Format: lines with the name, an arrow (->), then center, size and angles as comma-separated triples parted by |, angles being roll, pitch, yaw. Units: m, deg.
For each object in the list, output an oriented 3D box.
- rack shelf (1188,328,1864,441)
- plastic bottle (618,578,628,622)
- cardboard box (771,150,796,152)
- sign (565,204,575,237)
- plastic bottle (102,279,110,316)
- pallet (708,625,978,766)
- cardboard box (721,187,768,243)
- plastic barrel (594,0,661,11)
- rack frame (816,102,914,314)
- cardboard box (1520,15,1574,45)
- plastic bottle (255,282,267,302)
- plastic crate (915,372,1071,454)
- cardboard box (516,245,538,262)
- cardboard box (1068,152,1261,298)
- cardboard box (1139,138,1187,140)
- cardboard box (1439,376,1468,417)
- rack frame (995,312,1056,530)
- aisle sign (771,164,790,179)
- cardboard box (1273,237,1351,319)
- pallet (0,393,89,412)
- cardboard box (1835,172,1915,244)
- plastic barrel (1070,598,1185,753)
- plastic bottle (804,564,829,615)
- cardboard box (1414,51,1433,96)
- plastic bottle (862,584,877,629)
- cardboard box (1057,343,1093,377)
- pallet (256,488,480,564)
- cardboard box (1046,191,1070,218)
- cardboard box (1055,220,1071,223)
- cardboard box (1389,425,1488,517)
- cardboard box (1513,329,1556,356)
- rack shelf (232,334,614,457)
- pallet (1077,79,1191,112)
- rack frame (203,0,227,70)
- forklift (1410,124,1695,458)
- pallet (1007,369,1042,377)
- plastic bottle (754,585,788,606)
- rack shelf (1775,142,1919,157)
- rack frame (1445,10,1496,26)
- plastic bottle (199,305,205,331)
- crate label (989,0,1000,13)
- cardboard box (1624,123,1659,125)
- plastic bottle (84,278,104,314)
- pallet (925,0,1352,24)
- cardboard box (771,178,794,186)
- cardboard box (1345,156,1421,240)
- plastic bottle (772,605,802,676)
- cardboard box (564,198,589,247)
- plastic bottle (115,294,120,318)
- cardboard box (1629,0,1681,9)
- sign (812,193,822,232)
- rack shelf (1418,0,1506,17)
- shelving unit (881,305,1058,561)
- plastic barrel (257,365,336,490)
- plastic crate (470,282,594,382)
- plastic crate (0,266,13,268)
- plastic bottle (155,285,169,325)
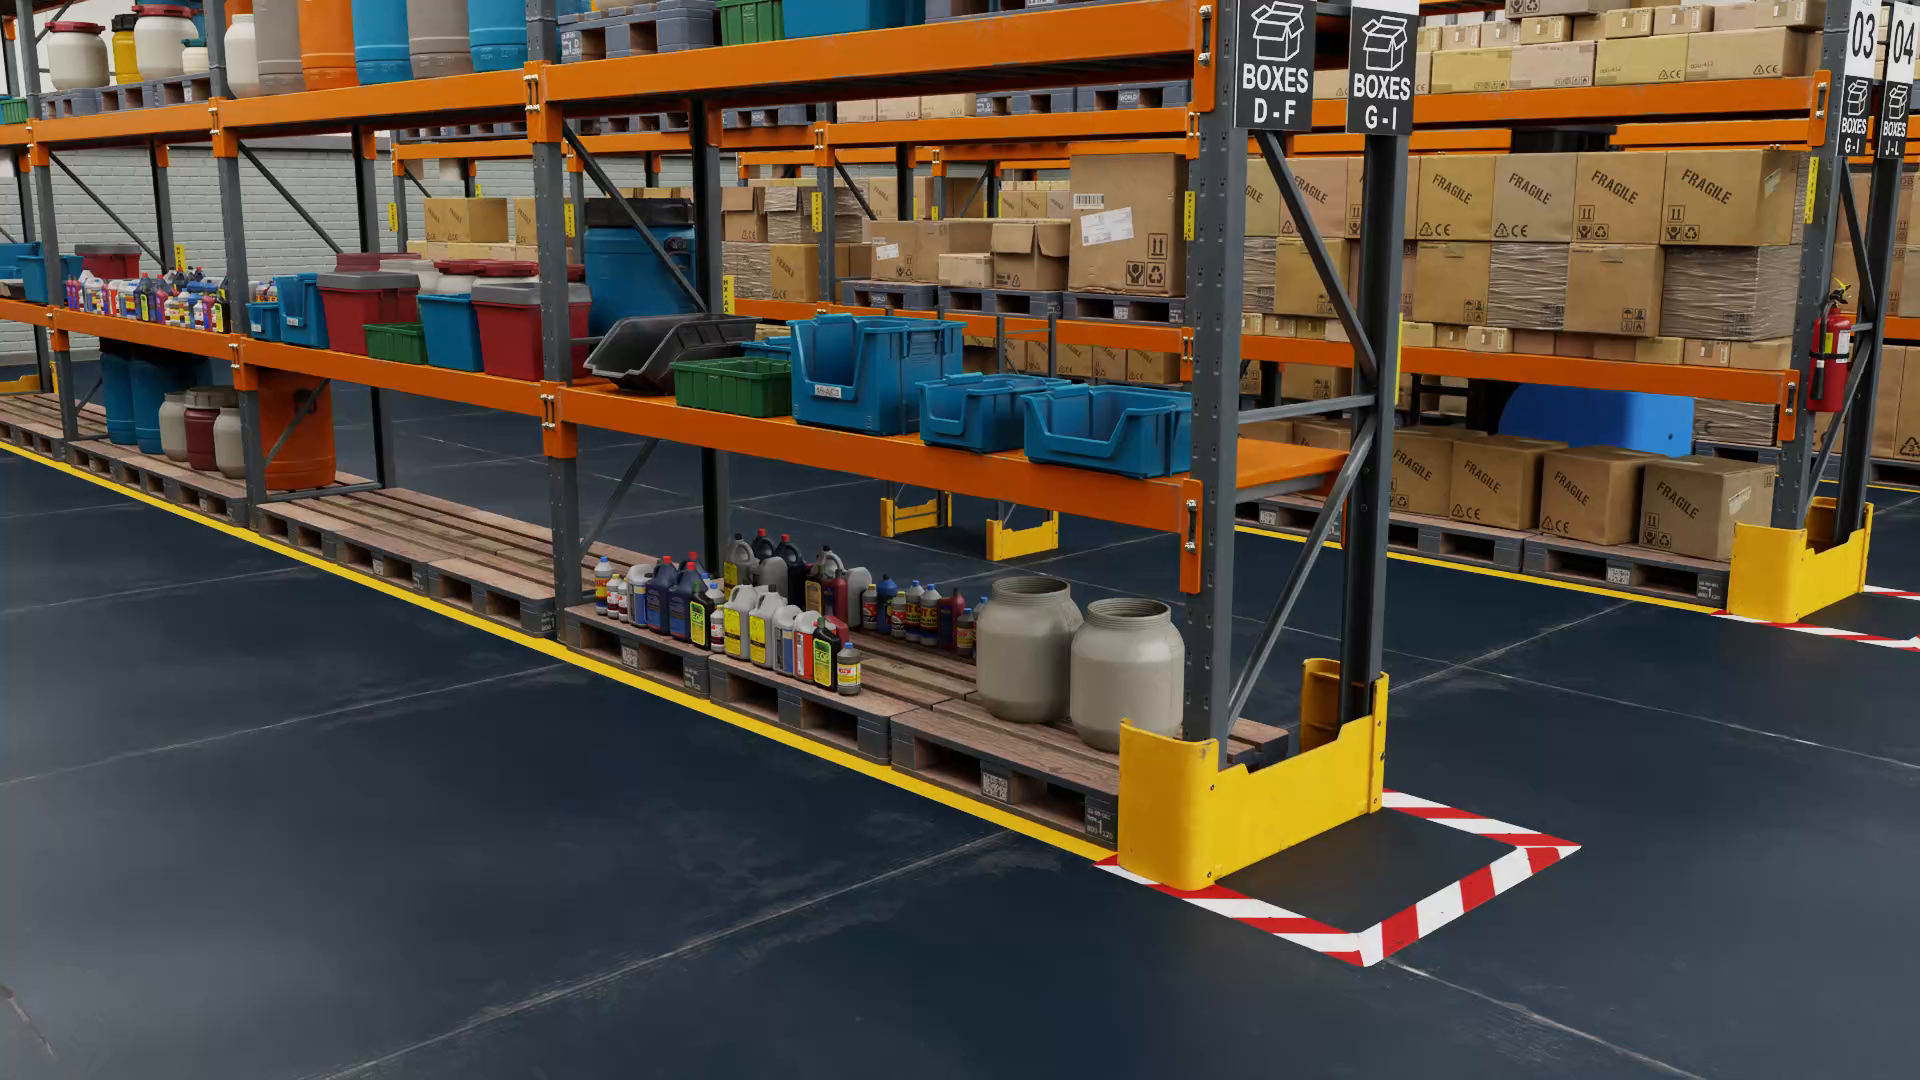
rack shelf -> 3.332, -1.058, 10.394 | 1.077, 0.370, 4.000 | -11, 16, -43
plastic bottle -> -1.588, 0.281, 7.960 | 0.097, 0.201, 0.097 | 0, 12, 0
cardboard box -> -2.193, -5.347, 22.368 | 0.500, 0.250, 0.500 | -10, 15, -41
sign -> -3.974, -3.255, 16.934 | 0.100, 0.325, 0.005 | -11, 16, -43
plastic bottle -> -6.598, -1.879, 12.890 | 0.061, 0.283, 0.133 | -11, 16, -43
pallet -> -0.351, 0.636, 7.301 | 1.003, 0.211, 1.213 | -11, 16, -43
cardboard box -> -1.753, -3.030, 15.453 | 0.797, 0.503, 0.637 | -10, 16, -41
plastic barrel -> -1.476, -2.651, 7.594 | 0.421, 0.512, 0.421 | 0, 12, 0
rack frame -> -0.811, -2.286, 14.572 | 1.000, 3.000, 0.127 | -11, 16, -43
cardboard box -> 3.403, -2.897, 9.489 | 0.250, 0.149, 0.380 | 11, 16, 42
plastic bottle -> -5.316, -1.830, 12.679 | 0.097, 0.271, 0.097 | 0, 12, 0
plastic crate -> 0.125, -0.482, 6.186 | 0.499, 0.251, 0.408 | -11, 16, -43
cardboard box -> -4.427, -3.045, 17.891 | 0.500, 0.250, 0.500 | -10, 15, -41
cardboard box -> 1.504, -2.337, 12.293 | 1.000, 1.000, 1.000 | -11, 16, -42
cardboard box -> 2.268, -4.528, 17.775 | 0.500, 0.500, 0.500 | -11, 16, -43
cardboard box -> 5.114, -1.560, 15.585 | 1.050, 0.750, 0.750 | -11, 16, -43
rack frame -> 0.410, -0.648, 10.340 | 0.500, 1.500, 0.032 | -11, 16, -43
aisle sign -> -2.512, -5.455, 23.514 | 0.394, 0.787, 0.004 | -11, 16, -43
cardboard box -> 2.537, -1.744, 10.960 | 0.875, 0.500, 0.500 | -11, 16, -43
pallet -> -9.377, -1.271, 16.560 | 1.003, 0.211, 1.213 | -11, 16, -43
cardboard box -> 7.407, -2.625, 13.169 | 0.875, 0.550, 0.550 | -11, 16, -43
plastic barrel -> 0.621, 0.500, 6.178 | 0.421, 0.512, 0.421 | 0, 12, 0
plastic bottle -> -0.679, 0.250, 7.905 | 0.061, 0.283, 0.133 | -11, 16, -43
cardboard box -> 2.781, -2.846, 10.228 | 0.500, 0.250, 0.500 | 11, 16, 43
plastic bottle -> -0.412, 0.310, 7.817 | 0.097, 0.201, 0.097 | 0, 12, 0
cardboard box -> 1.469, -2.154, 19.088 | 0.500, 0.500, 0.500 | 11, 16, 43
pallet -> -3.887, -0.111, 10.928 | 1.003, 0.211, 1.213 | -11, 16, -43
cardboard box -> 1.680, -5.115, 25.577 | 0.500, 0.500, 0.500 | -11, 16, -43
cardboard box -> 1.284, -3.533, 18.733 | 0.380, 0.149, 0.250 | -10, 15, -40
cardboard box -> 3.085, -0.457, 10.851 | 0.500, 0.500, 0.500 | 10, 15, 40
cardboard box -> 3.492, -1.188, 9.867 | 0.380, 0.149, 0.250 | -11, 16, -43
rack shelf -> -3.012, -0.951, 9.878 | 1.077, 0.370, 4.000 | -11, 16, -43
pallet -> 1.602, -3.184, 11.964 | 1.213, 0.211, 1.003 | -11, 16, -43
rack frame -> -4.394, -4.534, 10.616 | 1.000, 3.000, 0.127 | -11, 16, -43
forklift -> 4.090, -1.911, 12.924 | 1.130, 2.935, 3.031 | -11, 16, -42
pallet -> 0.622, -2.067, 20.419 | 1.003, 0.211, 1.213 | -11, 16, -43
plastic bottle -> -0.860, 0.348, 7.449 | 0.152, 0.276, 0.135 | -11, 16, -43
rack shelf -> 10.500, -3.908, 16.794 | 1.077, 0.370, 4.000 | -11, 16, -43
rack frame -> 6.356, -6.605, 20.669 | 1.000, 3.000, 0.127 | -11, 16, -43
plastic bottle -> -5.207, -1.551, 11.497 | 0.097, 0.201, 0.097 | 0, 12, 0
crate label -> 0.077, -2.143, 6.817 | 0.502, 0.251, 0.408 | -11, 16, -43
cardboard box -> 7.913, -4.898, 19.151 | 0.500, 0.250, 0.500 | -11, 16, -42
plastic bottle -> -6.859, -1.944, 13.223 | 0.152, 0.276, 0.135 | -11, 16, -43
pallet -> 0.631, -1.939, 5.923 | 1.003, 0.211, 1.213 | -11, 16, -43
cardboard box -> -2.208, -4.639, 22.530 | 0.500, 0.500, 0.500 | -10, 15, -41
cardboard box -> 2.769, -2.139, 10.399 | 0.500, 0.500, 0.500 | -11, 16, -43
plastic bottle -> -0.704, 0.423, 7.085 | 0.135, 0.276, 0.152 | 11, 16, 44
cardboard box -> -4.084, -3.339, 17.460 | 0.500, 0.500, 0.500 | -10, 15, -41
plastic bottle -> -6.412, -1.805, 12.733 | 0.097, 0.201, 0.097 | 0, 12, 0
cardboard box -> 3.883, -3.281, 9.746 | 0.500, 0.500, 0.500 | -11, 16, -43
sign -> -1.210, -2.775, 14.077 | 0.100, 0.325, 0.005 | -11, 16, -43
rack shelf -> 4.227, -5.060, 15.946 | 1.077, 0.370, 4.000 | -11, 16, -43
shelving unit -> 0.053, -0.723, 10.706 | 0.587, 1.500, 1.083 | -11, 16, -43
plastic barrel -> -4.744, -0.807, 11.733 | 0.600, 0.830, 0.708 | -11, 16, -43
plastic crate -> -2.187, -1.071, 8.518 | 0.402, 0.464, 0.583 | -11, 16, -43
plastic crate -> -9.077, -2.436, 15.569 | 0.416, 0.233, 0.300 | -11, 16, -43
plastic bottle -> -5.771, -1.705, 12.041 | 0.061, 0.283, 0.133 | -11, 16, -43
